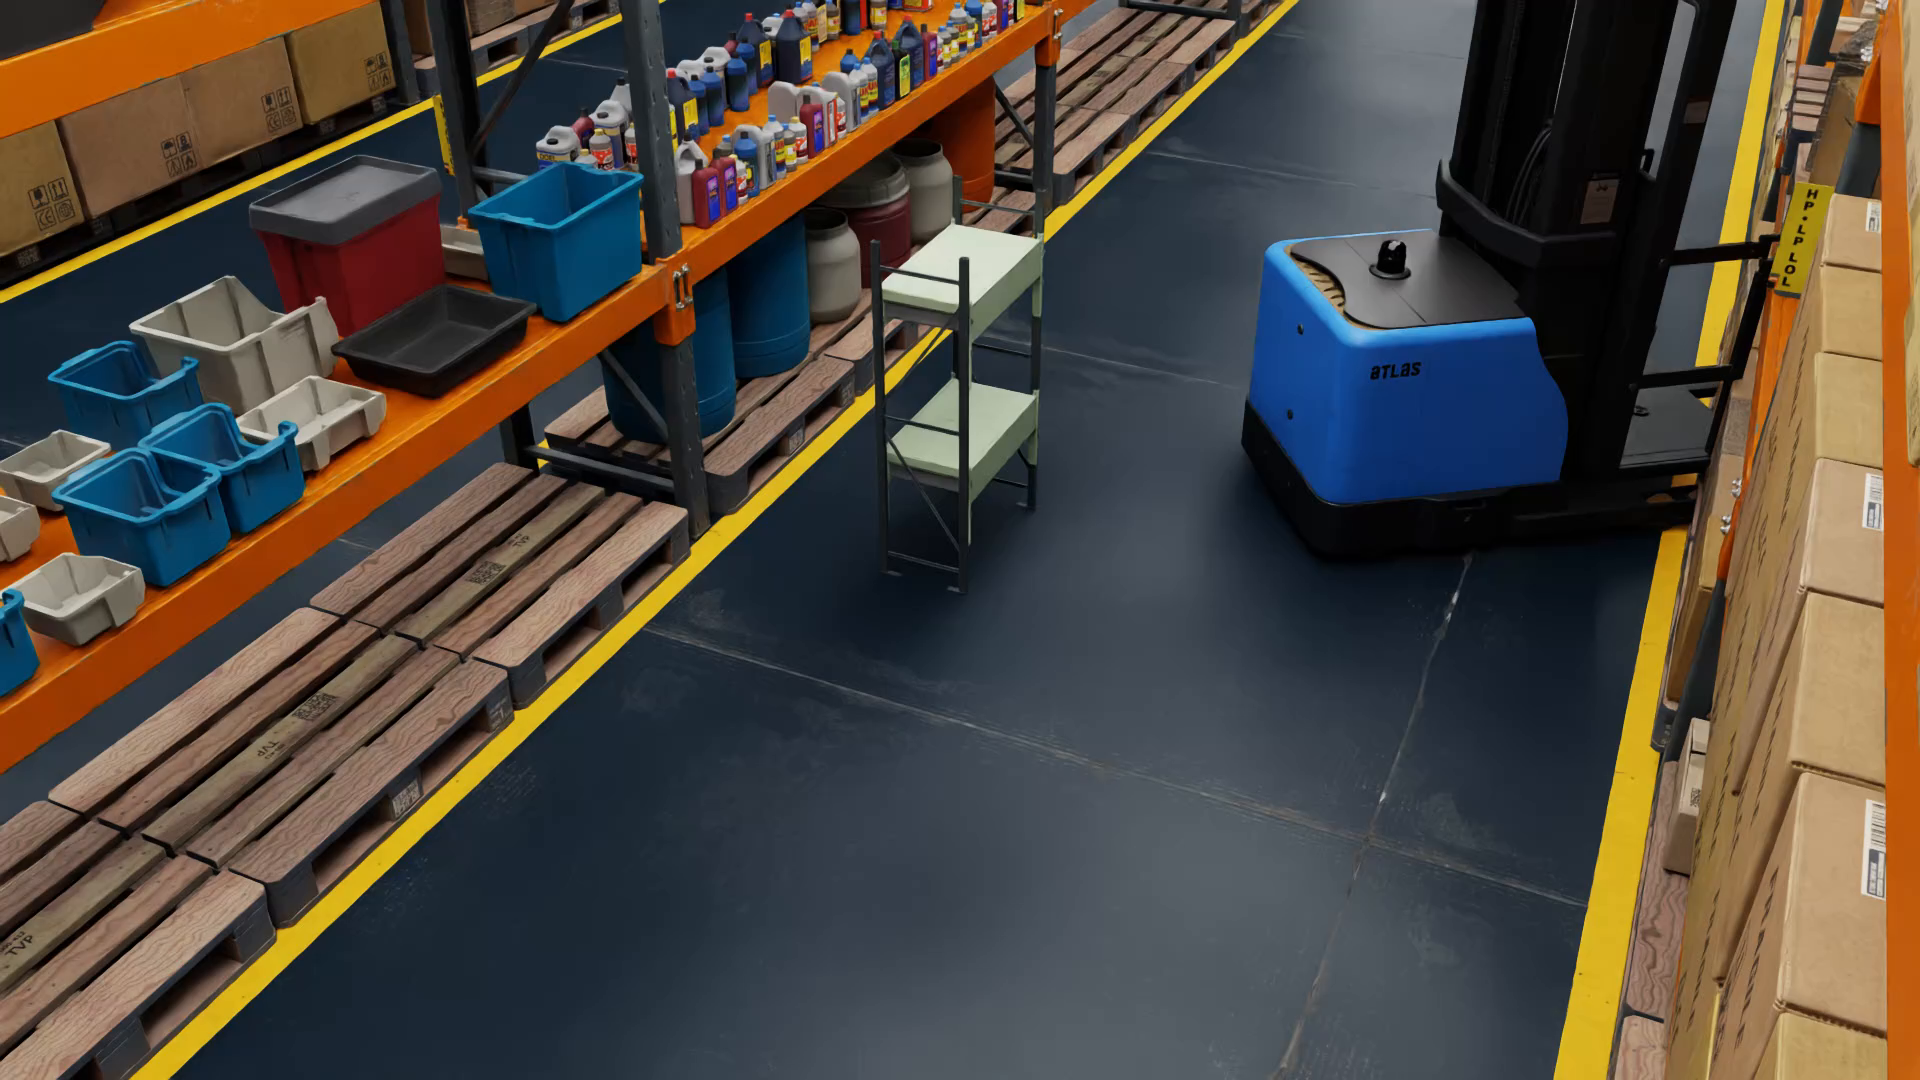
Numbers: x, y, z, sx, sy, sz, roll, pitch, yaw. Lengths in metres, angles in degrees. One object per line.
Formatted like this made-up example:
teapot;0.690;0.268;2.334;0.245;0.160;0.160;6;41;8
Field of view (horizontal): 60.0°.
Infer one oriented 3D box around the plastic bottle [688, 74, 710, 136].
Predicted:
plastic bottle;-1.222;-2.025;7.720;0.097;0.271;0.097;0;33;0

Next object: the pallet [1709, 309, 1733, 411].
pallet;4.246;-0.719;8.154;1.003;0.211;1.213;14;36;20

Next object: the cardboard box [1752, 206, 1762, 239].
cardboard box;4.592;-1.592;9.067;0.500;0.250;0.500;15;36;22

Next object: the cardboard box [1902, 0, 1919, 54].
cardboard box;2.491;-1.263;3.841;0.500;0.250;0.500;14;36;20

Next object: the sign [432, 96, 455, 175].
sign;-2.077;-1.637;6.759;0.100;0.325;0.005;14;36;20

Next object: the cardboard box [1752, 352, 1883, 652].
cardboard box;2.036;-0.033;3.562;0.500;0.500;0.500;13;35;19

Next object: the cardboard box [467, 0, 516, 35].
cardboard box;-3.921;-4.279;12.919;0.700;0.500;0.500;11;35;17

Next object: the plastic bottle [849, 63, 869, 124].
plastic bottle;-0.481;-2.112;7.853;0.097;0.271;0.097;0;33;0

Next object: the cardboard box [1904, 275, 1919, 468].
cardboard box;1.638;-0.271;2.329;0.500;0.250;0.500;14;36;20

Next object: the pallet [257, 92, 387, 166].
pallet;-4.801;-2.982;11.605;1.003;0.211;1.213;14;36;20

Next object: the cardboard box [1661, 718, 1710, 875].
cardboard box;2.547;0.844;5.279;0.500;0.311;0.500;14;36;20

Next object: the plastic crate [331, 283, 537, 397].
plastic crate;-1.802;-0.686;5.756;0.437;0.125;0.590;14;36;20

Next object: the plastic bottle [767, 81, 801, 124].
plastic bottle;-0.789;-1.982;7.650;0.152;0.276;0.135;14;36;20

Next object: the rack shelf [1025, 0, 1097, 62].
rack shelf;0.932;-4.082;11.396;1.077;0.370;4.000;14;36;20

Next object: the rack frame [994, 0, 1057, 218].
rack frame;0.095;-3.387;9.679;1.000;3.000;0.127;14;36;20

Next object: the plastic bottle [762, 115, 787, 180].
plastic bottle;-0.812;-1.718;7.251;0.097;0.271;0.097;0;33;0

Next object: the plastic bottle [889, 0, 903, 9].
plastic bottle;-0.379;-3.194;9.498;0.152;0.276;0.135;14;36;20

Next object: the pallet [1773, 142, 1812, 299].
pallet;3.783;-1.199;6.518;1.003;0.211;1.213;14;36;20

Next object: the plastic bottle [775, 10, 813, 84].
plastic bottle;-0.835;-2.488;8.353;0.144;0.351;0.185;14;36;20

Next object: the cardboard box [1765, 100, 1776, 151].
cardboard box;5.443;-2.610;10.619;0.500;0.250;0.500;13;35;19

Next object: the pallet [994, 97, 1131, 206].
pallet;0.455;-2.598;11.019;1.003;0.211;1.213;14;36;20

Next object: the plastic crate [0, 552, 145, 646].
plastic crate;-2.356;0.157;4.461;0.250;0.136;0.298;14;36;20

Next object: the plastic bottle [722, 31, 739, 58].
plastic bottle;-1.134;-2.358;8.216;0.061;0.283;0.133;14;36;20

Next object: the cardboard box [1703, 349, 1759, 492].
cardboard box;3.501;-0.454;7.086;0.500;0.500;0.500;13;35;19

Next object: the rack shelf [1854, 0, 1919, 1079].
rack shelf;2.083;-0.214;2.761;1.077;0.370;4.000;14;36;20

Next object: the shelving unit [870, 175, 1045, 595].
shelving unit;0.003;-0.631;6.844;0.431;1.500;0.755;14;36;20

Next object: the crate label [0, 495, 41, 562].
crate label;-2.846;-0.050;4.777;0.396;0.136;0.243;14;36;20

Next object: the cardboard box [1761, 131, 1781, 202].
cardboard box;4.800;-2.086;9.310;0.500;0.311;0.500;14;36;20

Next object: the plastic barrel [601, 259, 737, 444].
plastic barrel;-1.335;-0.960;7.509;0.600;0.901;0.708;14;36;20

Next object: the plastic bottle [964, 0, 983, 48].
plastic bottle;0.071;-2.768;8.854;0.097;0.271;0.097;0;33;0

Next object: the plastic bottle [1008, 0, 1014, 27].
plastic bottle;0.249;-2.951;9.196;0.097;0.201;0.097;0;33;0

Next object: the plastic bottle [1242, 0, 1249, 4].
plastic bottle;2.300;-4.480;13.434;0.097;0.271;0.097;0;33;0

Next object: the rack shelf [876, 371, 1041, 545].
rack shelf;0.003;-0.358;7.023;0.431;0.370;0.720;14;36;20

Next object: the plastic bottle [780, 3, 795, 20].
plastic bottle;-0.904;-2.632;8.634;0.061;0.283;0.133;14;36;20

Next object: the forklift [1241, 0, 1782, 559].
forklift;2.890;-1.541;6.927;3.031;2.935;1.130;-6;34;-9

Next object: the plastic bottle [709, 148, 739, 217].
plastic bottle;-0.981;-1.497;6.904;0.061;0.283;0.133;14;36;20

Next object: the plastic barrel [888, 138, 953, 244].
plastic barrel;-0.249;-1.973;9.409;0.421;0.512;0.421;0;33;0

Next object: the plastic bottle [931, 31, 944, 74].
plastic bottle;-0.133;-2.497;8.503;0.097;0.201;0.097;0;33;0

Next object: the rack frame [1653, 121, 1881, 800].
rack frame;2.919;-0.256;4.905;1.000;3.000;0.127;14;36;20

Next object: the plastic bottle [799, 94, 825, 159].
plastic bottle;-0.666;-1.873;7.477;0.061;0.283;0.133;14;36;20

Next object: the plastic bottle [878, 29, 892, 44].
plastic bottle;-0.373;-2.410;8.297;0.061;0.283;0.133;14;36;20

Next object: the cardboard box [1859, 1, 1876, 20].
cardboard box;5.075;-2.792;9.001;0.380;0.149;0.250;17;37;24

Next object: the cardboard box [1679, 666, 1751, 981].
cardboard box;1.825;0.651;3.430;0.500;0.500;0.500;14;36;20

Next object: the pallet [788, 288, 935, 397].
pallet;-0.708;-1.213;8.907;1.003;0.211;1.213;14;36;20

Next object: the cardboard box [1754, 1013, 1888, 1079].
cardboard box;1.182;0.991;2.000;0.500;0.500;0.500;14;36;20

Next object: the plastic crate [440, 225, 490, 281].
plastic crate;-1.903;-1.110;6.394;0.396;0.136;0.243;14;36;20

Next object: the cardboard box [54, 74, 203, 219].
cardboard box;-5.454;-2.586;10.014;1.225;0.875;0.875;13;35;19

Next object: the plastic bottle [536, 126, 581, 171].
plastic bottle;-1.707;-1.613;7.088;0.152;0.276;0.135;14;36;20

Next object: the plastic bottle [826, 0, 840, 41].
plastic bottle;-0.702;-2.814;8.987;0.097;0.201;0.097;0;33;0

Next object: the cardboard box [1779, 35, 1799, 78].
cardboard box;5.653;-3.104;10.862;0.500;0.311;0.500;14;36;20

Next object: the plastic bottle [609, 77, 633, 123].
plastic bottle;-1.491;-1.907;7.467;0.144;0.351;0.185;14;36;20
